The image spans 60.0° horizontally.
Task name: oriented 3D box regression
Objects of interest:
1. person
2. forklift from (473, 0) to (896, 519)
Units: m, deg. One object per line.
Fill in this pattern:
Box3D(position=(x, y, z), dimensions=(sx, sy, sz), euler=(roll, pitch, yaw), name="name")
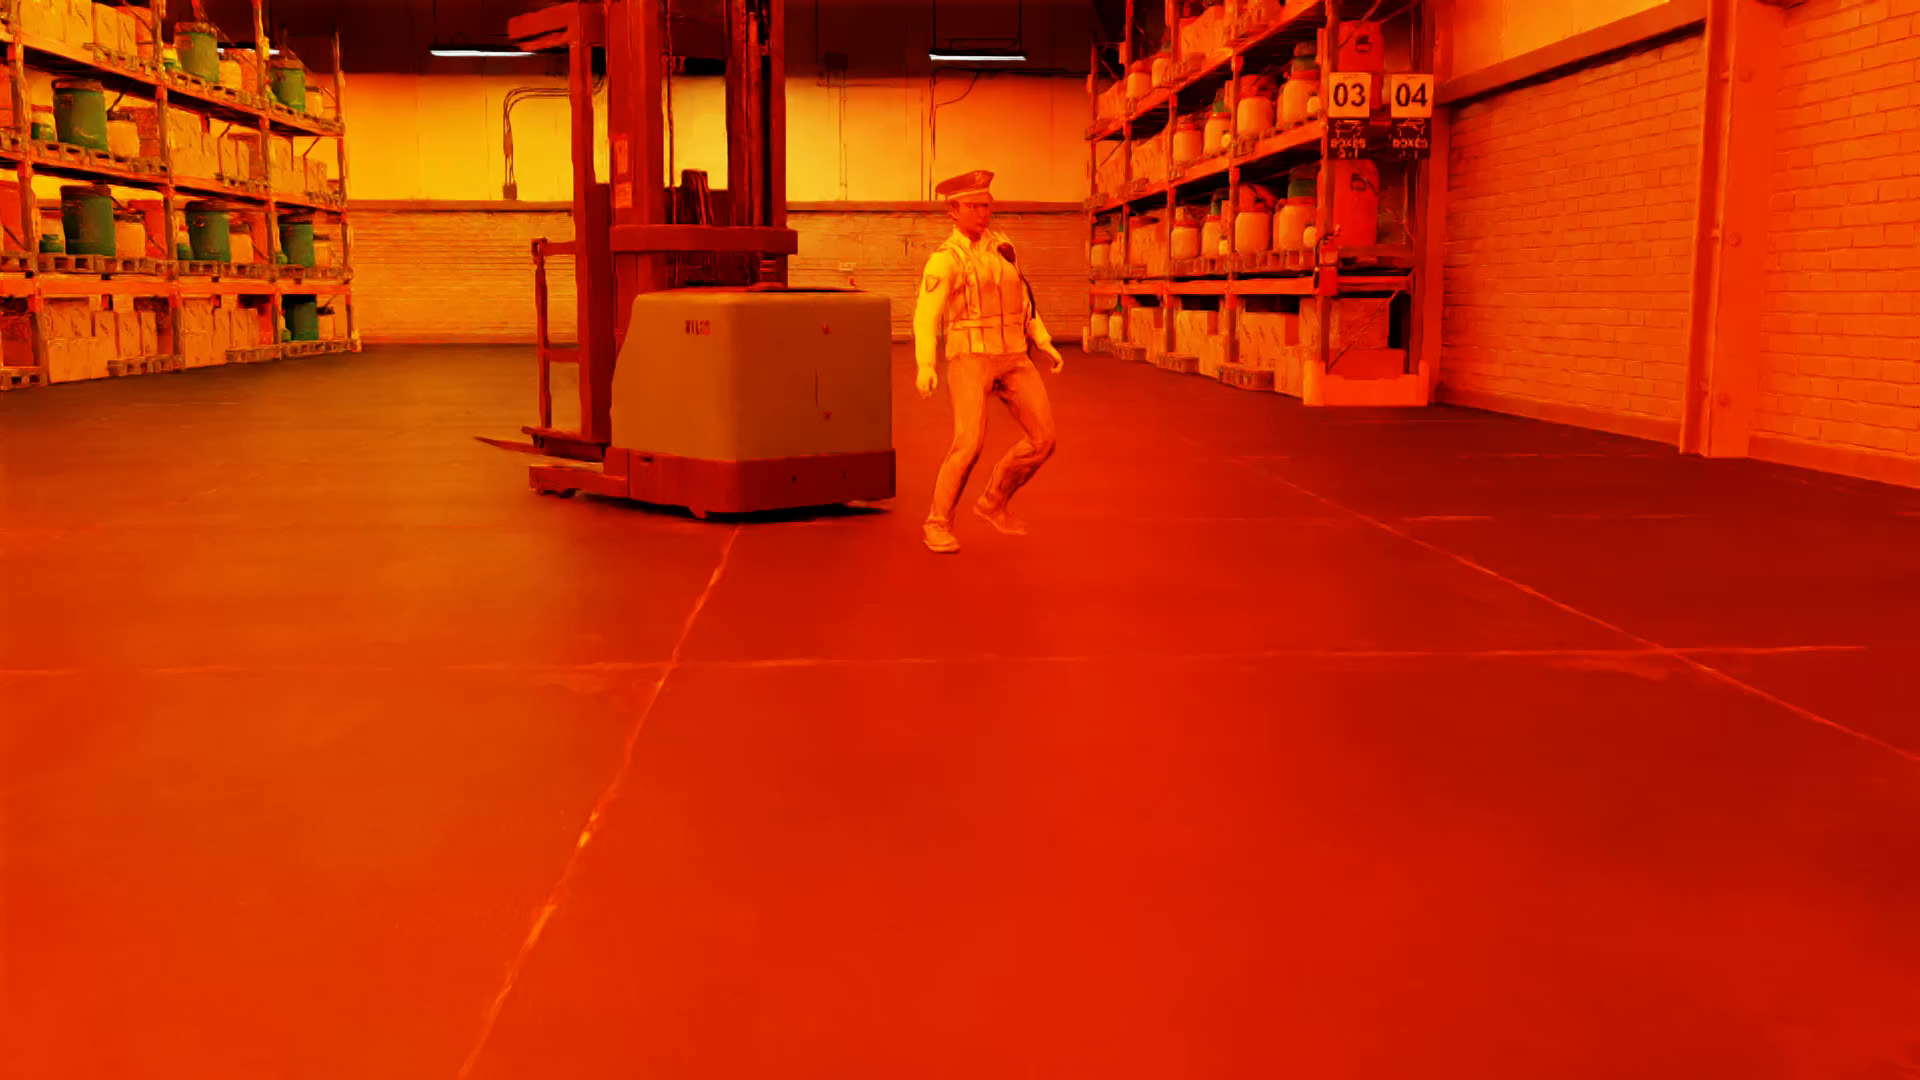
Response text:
Box3D(position=(0.085, -0.763, 7.062), dimensions=(0.740, 1.578, 0.429), euler=(-6, 10, -33), name="person")
Box3D(position=(-1.672, -1.715, 8.880), dimensions=(1.130, 2.935, 3.031), euler=(-7, 11, -41), name="forklift")
